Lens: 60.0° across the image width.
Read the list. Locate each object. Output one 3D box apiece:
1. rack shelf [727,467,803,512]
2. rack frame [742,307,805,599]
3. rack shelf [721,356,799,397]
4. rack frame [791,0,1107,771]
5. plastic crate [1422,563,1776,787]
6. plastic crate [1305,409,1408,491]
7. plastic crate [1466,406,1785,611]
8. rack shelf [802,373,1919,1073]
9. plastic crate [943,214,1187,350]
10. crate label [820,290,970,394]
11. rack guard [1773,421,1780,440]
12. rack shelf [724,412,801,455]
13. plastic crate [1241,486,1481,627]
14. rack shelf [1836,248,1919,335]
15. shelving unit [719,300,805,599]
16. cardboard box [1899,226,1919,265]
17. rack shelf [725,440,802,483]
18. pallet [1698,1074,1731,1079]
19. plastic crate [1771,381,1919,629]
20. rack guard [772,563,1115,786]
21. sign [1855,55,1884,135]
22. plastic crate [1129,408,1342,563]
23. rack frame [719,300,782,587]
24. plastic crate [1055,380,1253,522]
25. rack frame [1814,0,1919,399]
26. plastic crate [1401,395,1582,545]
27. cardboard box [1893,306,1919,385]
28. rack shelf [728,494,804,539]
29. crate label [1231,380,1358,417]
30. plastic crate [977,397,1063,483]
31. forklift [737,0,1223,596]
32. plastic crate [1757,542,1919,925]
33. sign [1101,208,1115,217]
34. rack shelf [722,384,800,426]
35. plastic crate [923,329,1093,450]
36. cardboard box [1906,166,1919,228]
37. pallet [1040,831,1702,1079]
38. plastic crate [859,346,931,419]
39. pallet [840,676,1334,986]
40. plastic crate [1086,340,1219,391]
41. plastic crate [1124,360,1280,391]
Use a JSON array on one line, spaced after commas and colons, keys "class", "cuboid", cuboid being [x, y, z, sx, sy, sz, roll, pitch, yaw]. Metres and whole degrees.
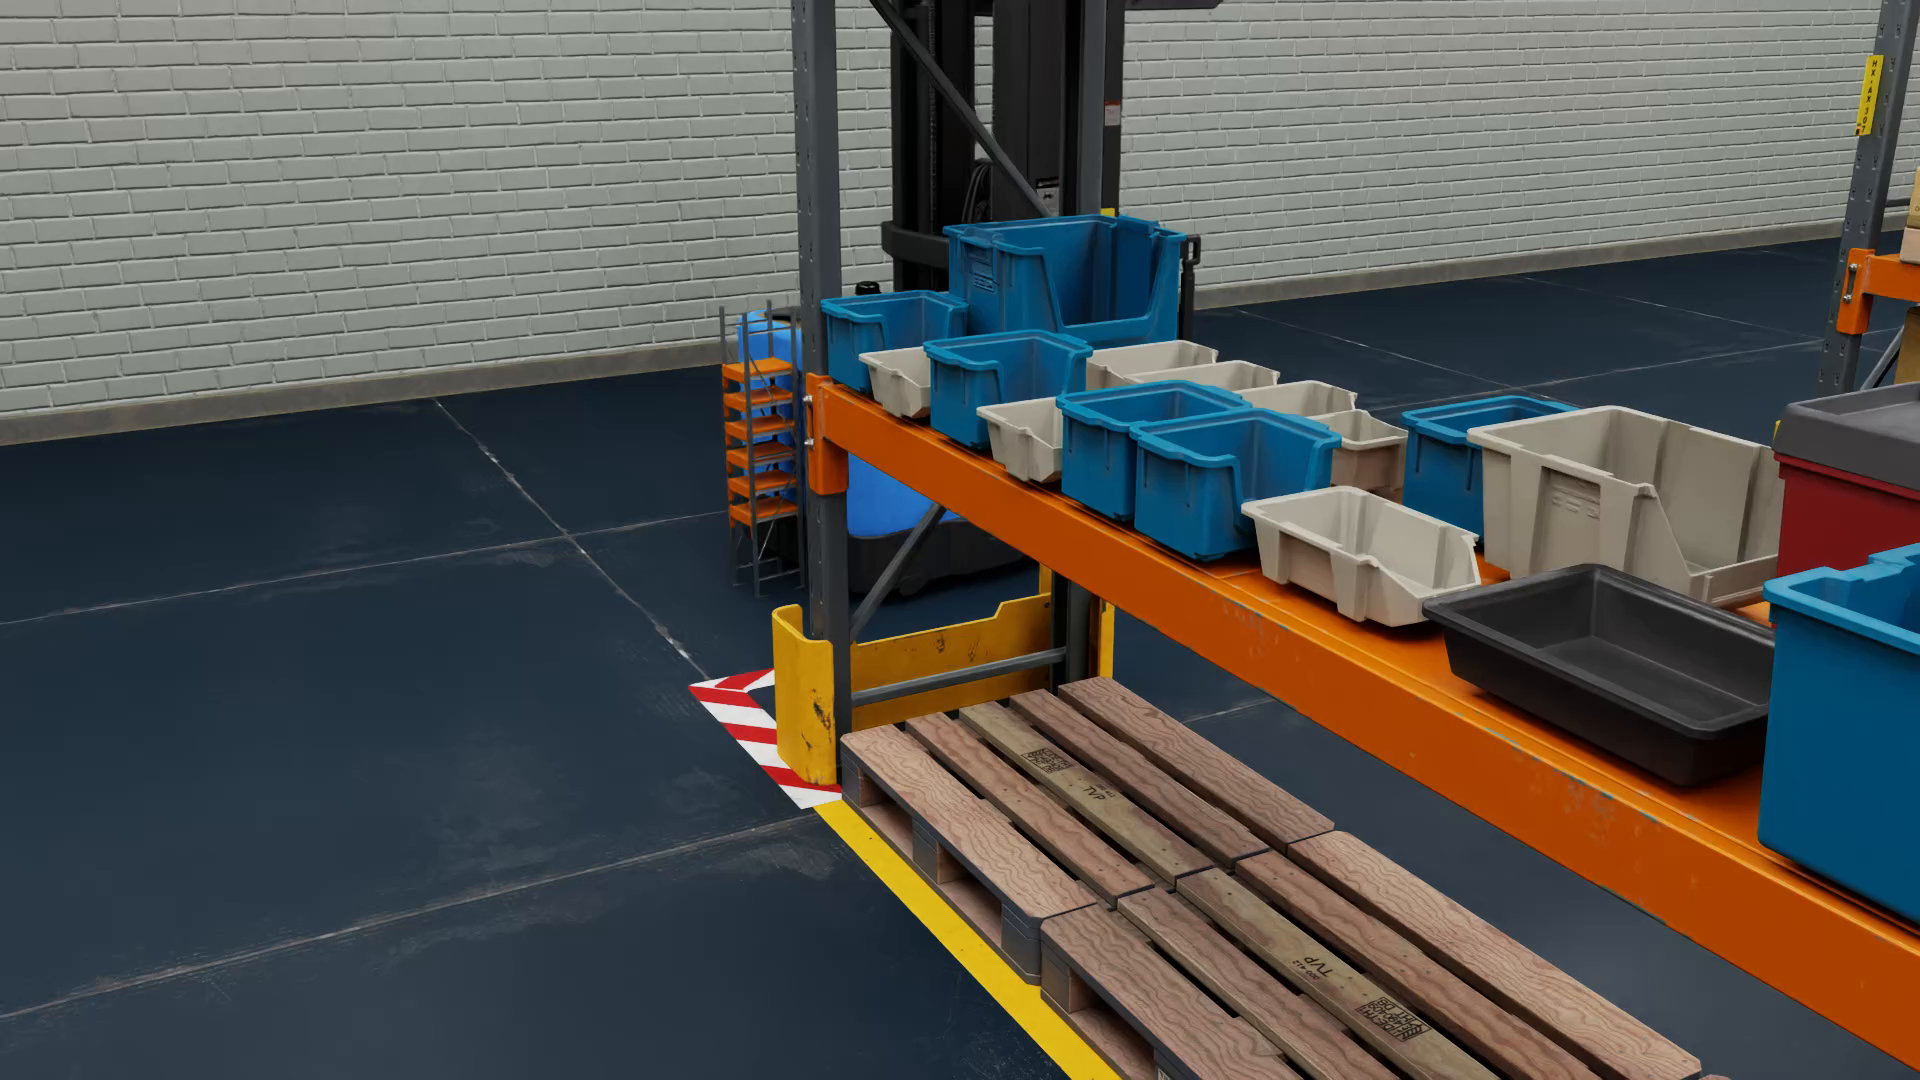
[{"class": "rack shelf", "cuboid": [-0.811, -0.212, 6.910, 0.258, 0.103, 0.180, -14, 23, -34]}, {"class": "rack frame", "cuboid": [-0.756, -0.344, 6.787, 0.240, 1.200, 0.006, -14, 23, -34]}, {"class": "rack shelf", "cuboid": [-0.812, -0.666, 6.753, 0.258, 0.103, 0.180, -14, 23, -34]}, {"class": "rack frame", "cuboid": [-0.017, -0.754, 5.218, 1.000, 3.000, 0.127, -10, 21, -27]}, {"class": "plastic crate", "cuboid": [1.115, 0.216, 2.736, 0.437, 0.125, 0.590, -10, 21, -27]}, {"class": "plastic crate", "cuboid": [0.965, -0.208, 3.948, 0.298, 0.136, 0.250, -10, 21, -27]}, {"class": "plastic crate", "cuboid": [1.320, -0.045, 3.253, 0.437, 0.282, 0.530, -10, 21, -27]}, {"class": "rack shelf", "cuboid": [0.933, 0.160, 3.672, 1.077, 0.370, 4.000, -10, 21, -27]}, {"class": "plastic crate", "cuboid": [0.307, -0.732, 5.008, 0.616, 0.435, 0.499, -10, 21, -27]}, {"class": "crate label", "cuboid": [-0.189, -0.581, 4.883, 0.416, 0.233, 0.303, -10, 21, -27]}, {"class": "rack guard", "cuboid": [4.331, -0.347, 7.869, 1.175, 0.500, 0.348, -10, 21, -27]}, {"class": "rack shelf", "cuboid": [-0.811, -0.439, 6.832, 0.258, 0.103, 0.180, -14, 23, -34]}, {"class": "plastic crate", "cuboid": [0.791, 0.037, 3.237, 0.293, 0.136, 0.466, -10, 21, -27]}, {"class": "rack shelf", "cuboid": [5.292, -0.607, 5.895, 1.077, 0.370, 4.000, -10, 21, -27]}, {"class": "shelving unit", "cuboid": [-0.811, -0.368, 6.856, 0.258, 1.200, 0.189, -14, 23, -34]}, {"class": "cardboard box", "cuboid": [4.220, -1.250, 7.039, 0.380, 0.149, 0.250, -10, 21, -26]}, {"class": "rack shelf", "cuboid": [-0.811, -0.326, 6.871, 0.258, 0.103, 0.180, -14, 23, -34]}, {"class": "pallet", "cuboid": [1.499, 1.507, 2.940, 1.003, 0.211, 1.213, -10, 21, -27]}, {"class": "plastic crate", "cuboid": [1.679, 0.040, 2.726, 0.402, 0.464, 0.583, -10, 21, -27]}, {"class": "rack guard", "cuboid": [-0.040, 0.423, 5.640, 1.175, 0.500, 0.348, -10, 21, -27]}, {"class": "sign", "cuboid": [3.851, -1.884, 7.043, 0.100, 0.325, 0.005, -10, 21, -27]}, {"class": "plastic crate", "cuboid": [0.578, -0.117, 3.538, 0.416, 0.233, 0.300, -10, 21, -27]}, {"class": "rack frame", "cuboid": [-0.866, -0.392, 6.926, 0.240, 1.200, 0.006, -14, 23, -34]}, {"class": "plastic crate", "cuboid": [0.436, -0.203, 3.787, 0.416, 0.233, 0.300, -10, 21, -27]}, {"class": "rack frame", "cuboid": [4.342, -1.521, 7.442, 1.000, 3.000, 0.127, -10, 21, -27]}, {"class": "plastic crate", "cuboid": [1.184, -0.153, 3.642, 0.416, 0.233, 0.300, -10, 21, -27]}, {"class": "cardboard box", "cuboid": [4.716, -0.544, 7.223, 0.875, 0.875, 0.875, -10, 21, -27]}, {"class": "rack shelf", "cuboid": [-0.811, -0.099, 6.950, 0.258, 0.103, 0.180, -14, 23, -34]}, {"class": "crate label", "cuboid": [0.808, -0.290, 4.186, 0.396, 0.136, 0.243, -10, 21, -27]}, {"class": "plastic crate", "cuboid": [0.212, -0.236, 4.030, 0.250, 0.136, 0.298, -10, 21, -27]}, {"class": "forklift", "cuboid": [0.506, -1.517, 7.535, 3.031, 2.935, 1.130, -14, 23, -34]}, {"class": "plastic crate", "cuboid": [1.361, 0.292, 2.119, 0.392, 0.384, 0.575, -10, 21, -27]}, {"class": "sign", "cuboid": [0.460, -0.921, 5.452, 0.100, 0.325, 0.005, -10, 21, -27]}, {"class": "rack shelf", "cuboid": [-0.812, -0.553, 6.792, 0.258, 0.103, 0.180, -14, 23, -34]}, {"class": "plastic crate", "cuboid": [0.123, -0.392, 4.335, 0.416, 0.233, 0.300, -10, 21, -27]}, {"class": "cardboard box", "cuboid": [4.332, -1.411, 6.897, 0.500, 0.250, 0.500, -11, 22, -28]}, {"class": "pallet", "cuboid": [0.916, 1.157, 3.956, 1.003, 0.211, 1.213, -10, 21, -27]}, {"class": "plastic crate", "cuboid": [-0.110, -0.431, 4.594, 0.250, 0.136, 0.298, -10, 21, -27]}, {"class": "pallet", "cuboid": [0.341, 0.807, 4.970, 1.003, 0.211, 1.213, -10, 21, -27]}, {"class": "plastic crate", "cuboid": [0.530, -0.452, 4.654, 0.396, 0.136, 0.243, -10, 21, -27]}, {"class": "plastic crate", "cuboid": [0.655, -0.366, 4.407, 0.396, 0.136, 0.243, -10, 21, -27]}]
